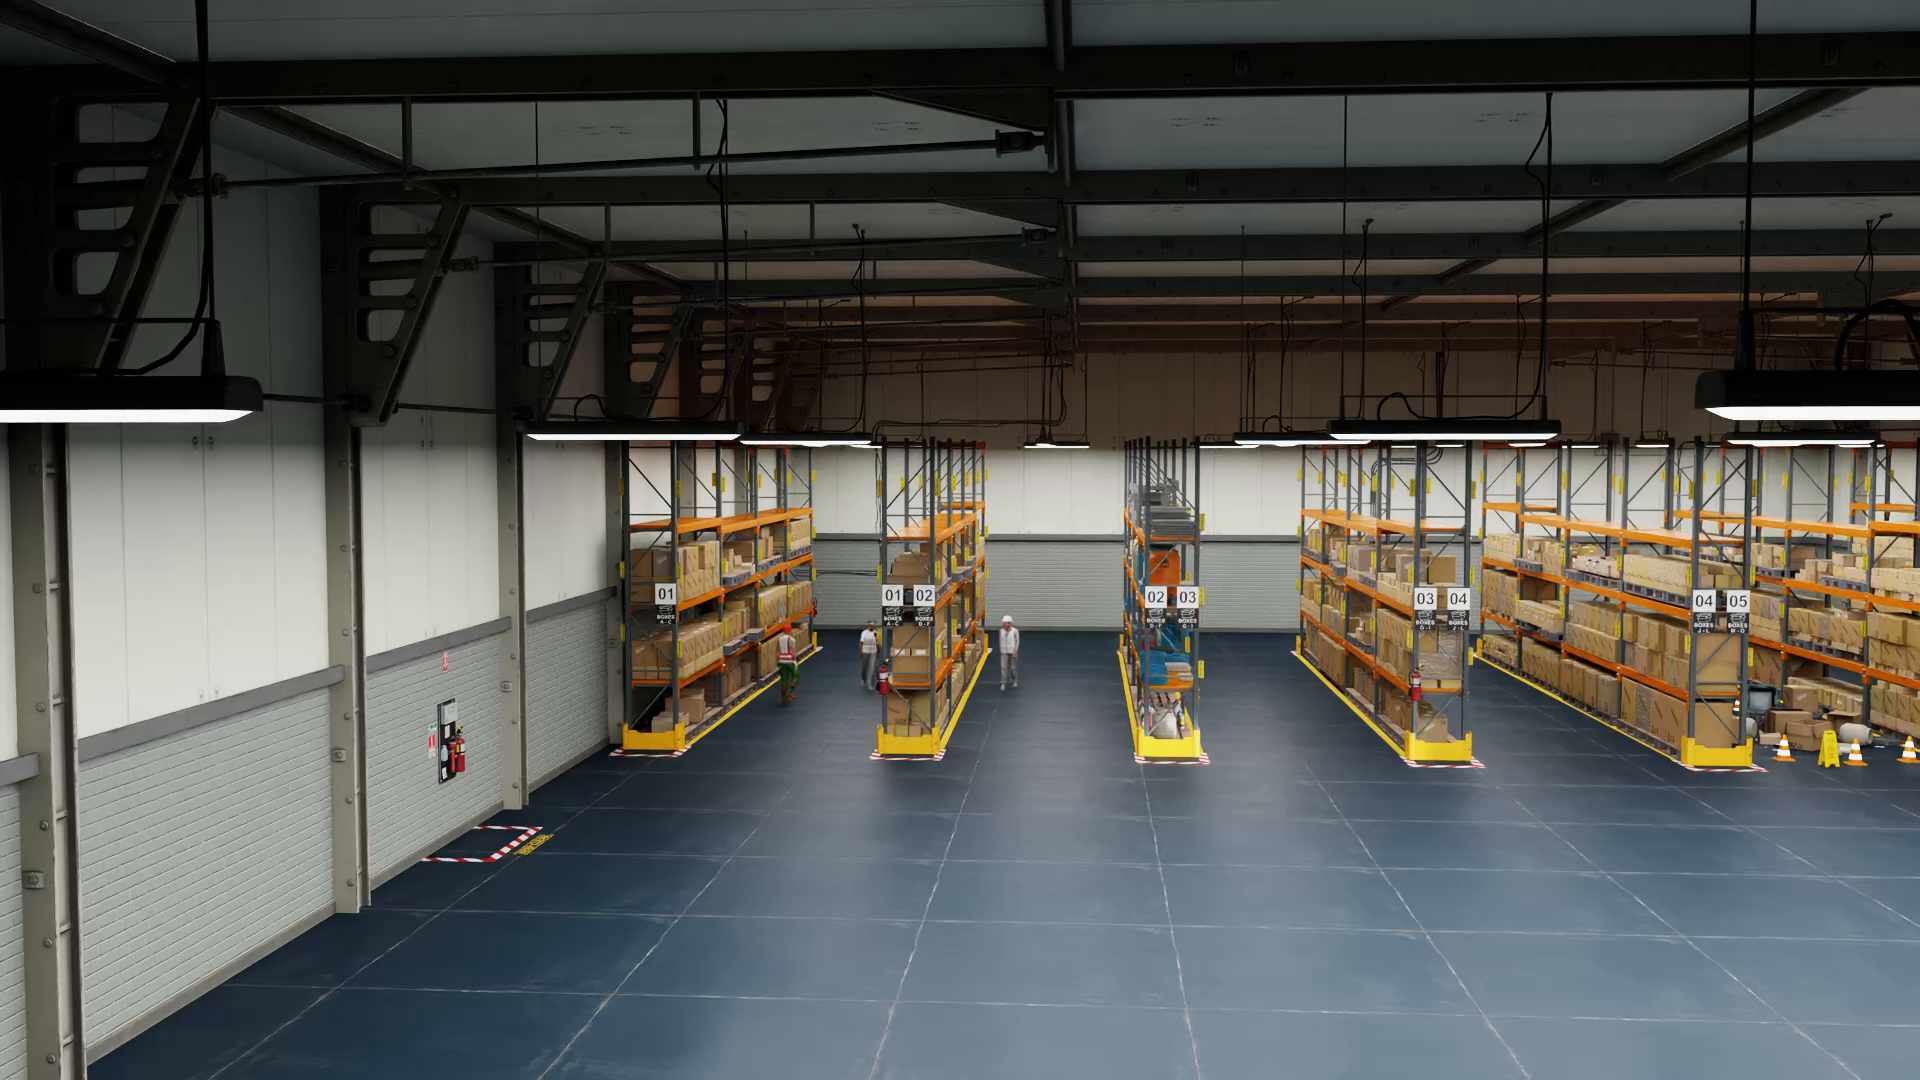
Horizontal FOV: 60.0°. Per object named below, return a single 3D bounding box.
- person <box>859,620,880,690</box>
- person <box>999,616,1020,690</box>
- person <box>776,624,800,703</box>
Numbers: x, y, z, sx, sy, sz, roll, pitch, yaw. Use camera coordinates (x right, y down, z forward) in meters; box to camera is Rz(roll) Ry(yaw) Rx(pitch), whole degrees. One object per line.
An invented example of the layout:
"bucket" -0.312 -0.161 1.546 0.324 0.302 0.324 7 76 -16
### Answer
"person" -2.179 2.758 40.251 0.536 1.656 0.778 -1 3 -16
"person" 1.153 2.694 39.926 0.565 1.737 0.907 1 3 19
"person" -3.947 2.802 37.828 0.577 1.777 0.484 1 3 22
